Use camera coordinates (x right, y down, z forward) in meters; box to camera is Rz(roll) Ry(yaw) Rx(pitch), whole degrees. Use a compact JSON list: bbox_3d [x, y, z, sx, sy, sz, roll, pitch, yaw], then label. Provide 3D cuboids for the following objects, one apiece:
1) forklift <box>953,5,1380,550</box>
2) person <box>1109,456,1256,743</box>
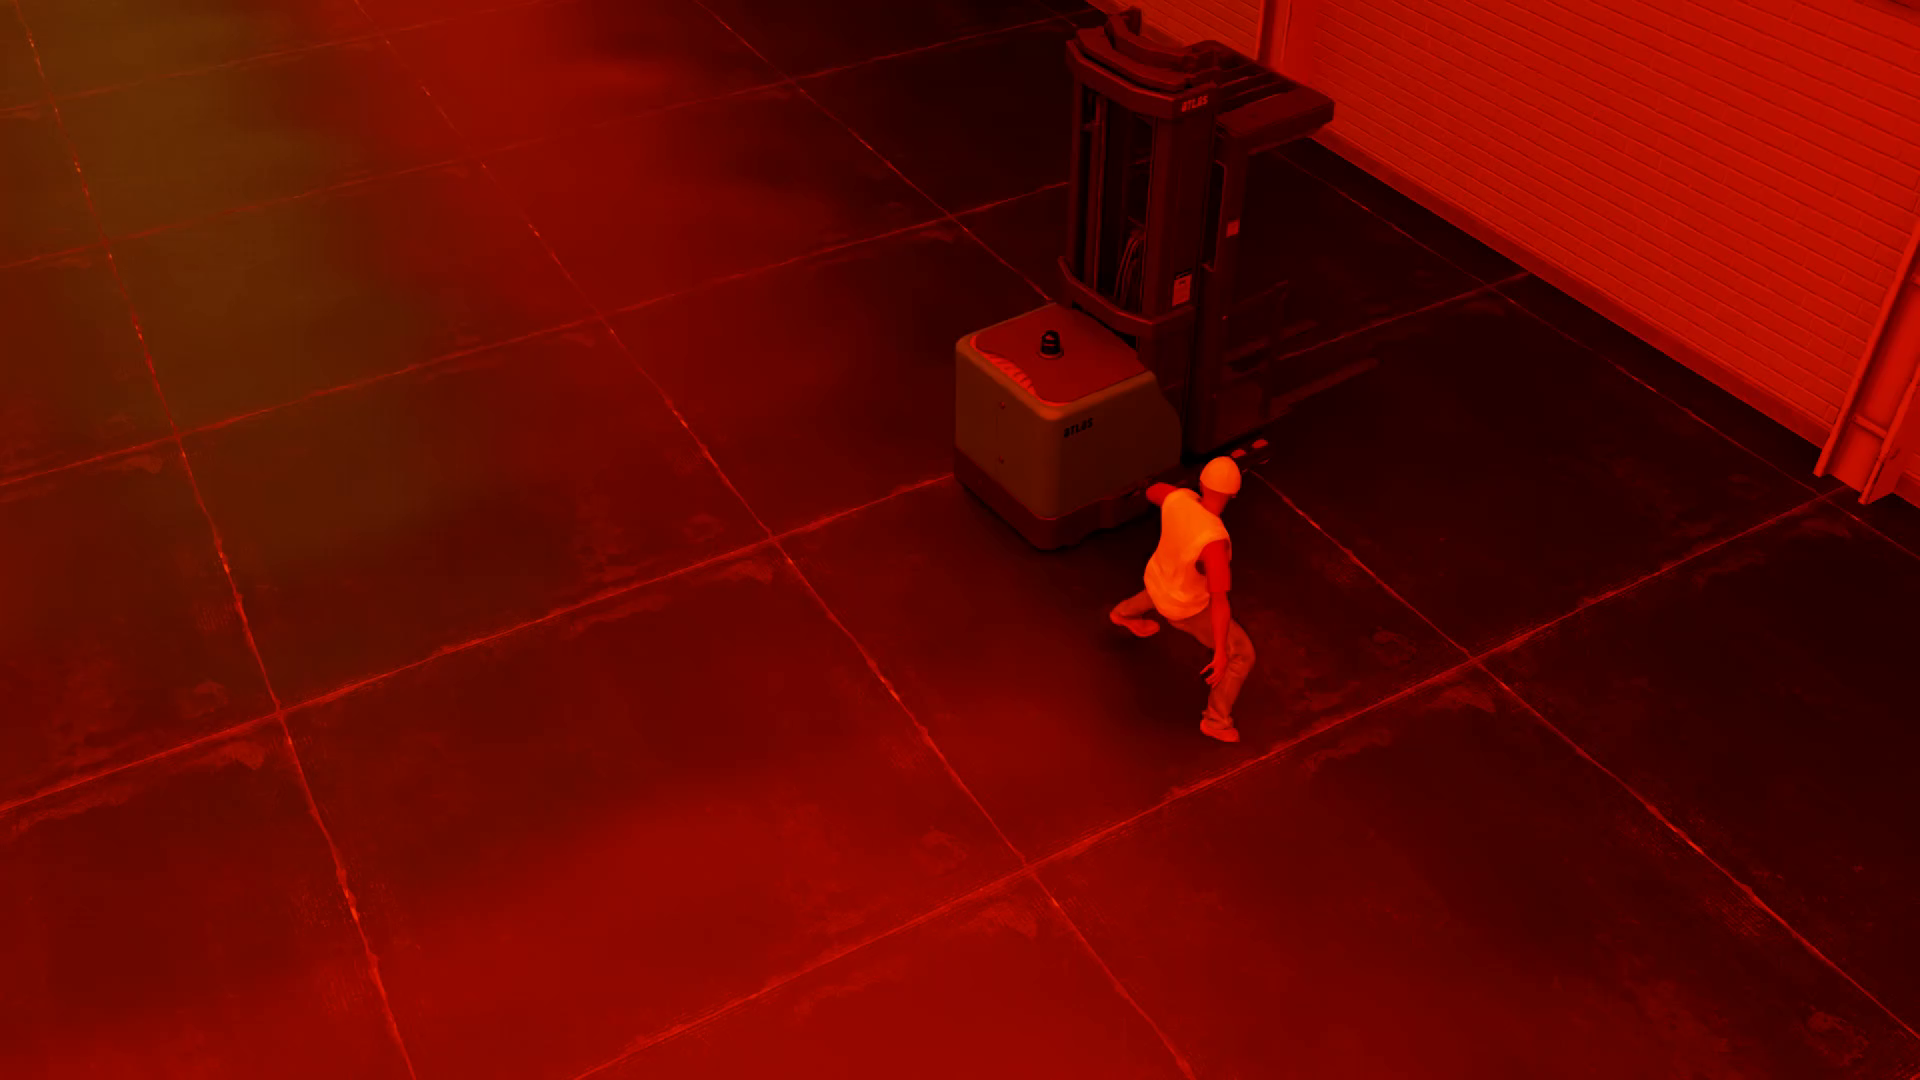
[{"bbox_3d":[1.459,-1.808,10.216,3.031,2.935,1.130,-24,45,-26],"label":"forklift"},{"bbox_3d":[1.253,0.294,8.778,0.533,1.665,1.227,-10,41,-12],"label":"person"}]
